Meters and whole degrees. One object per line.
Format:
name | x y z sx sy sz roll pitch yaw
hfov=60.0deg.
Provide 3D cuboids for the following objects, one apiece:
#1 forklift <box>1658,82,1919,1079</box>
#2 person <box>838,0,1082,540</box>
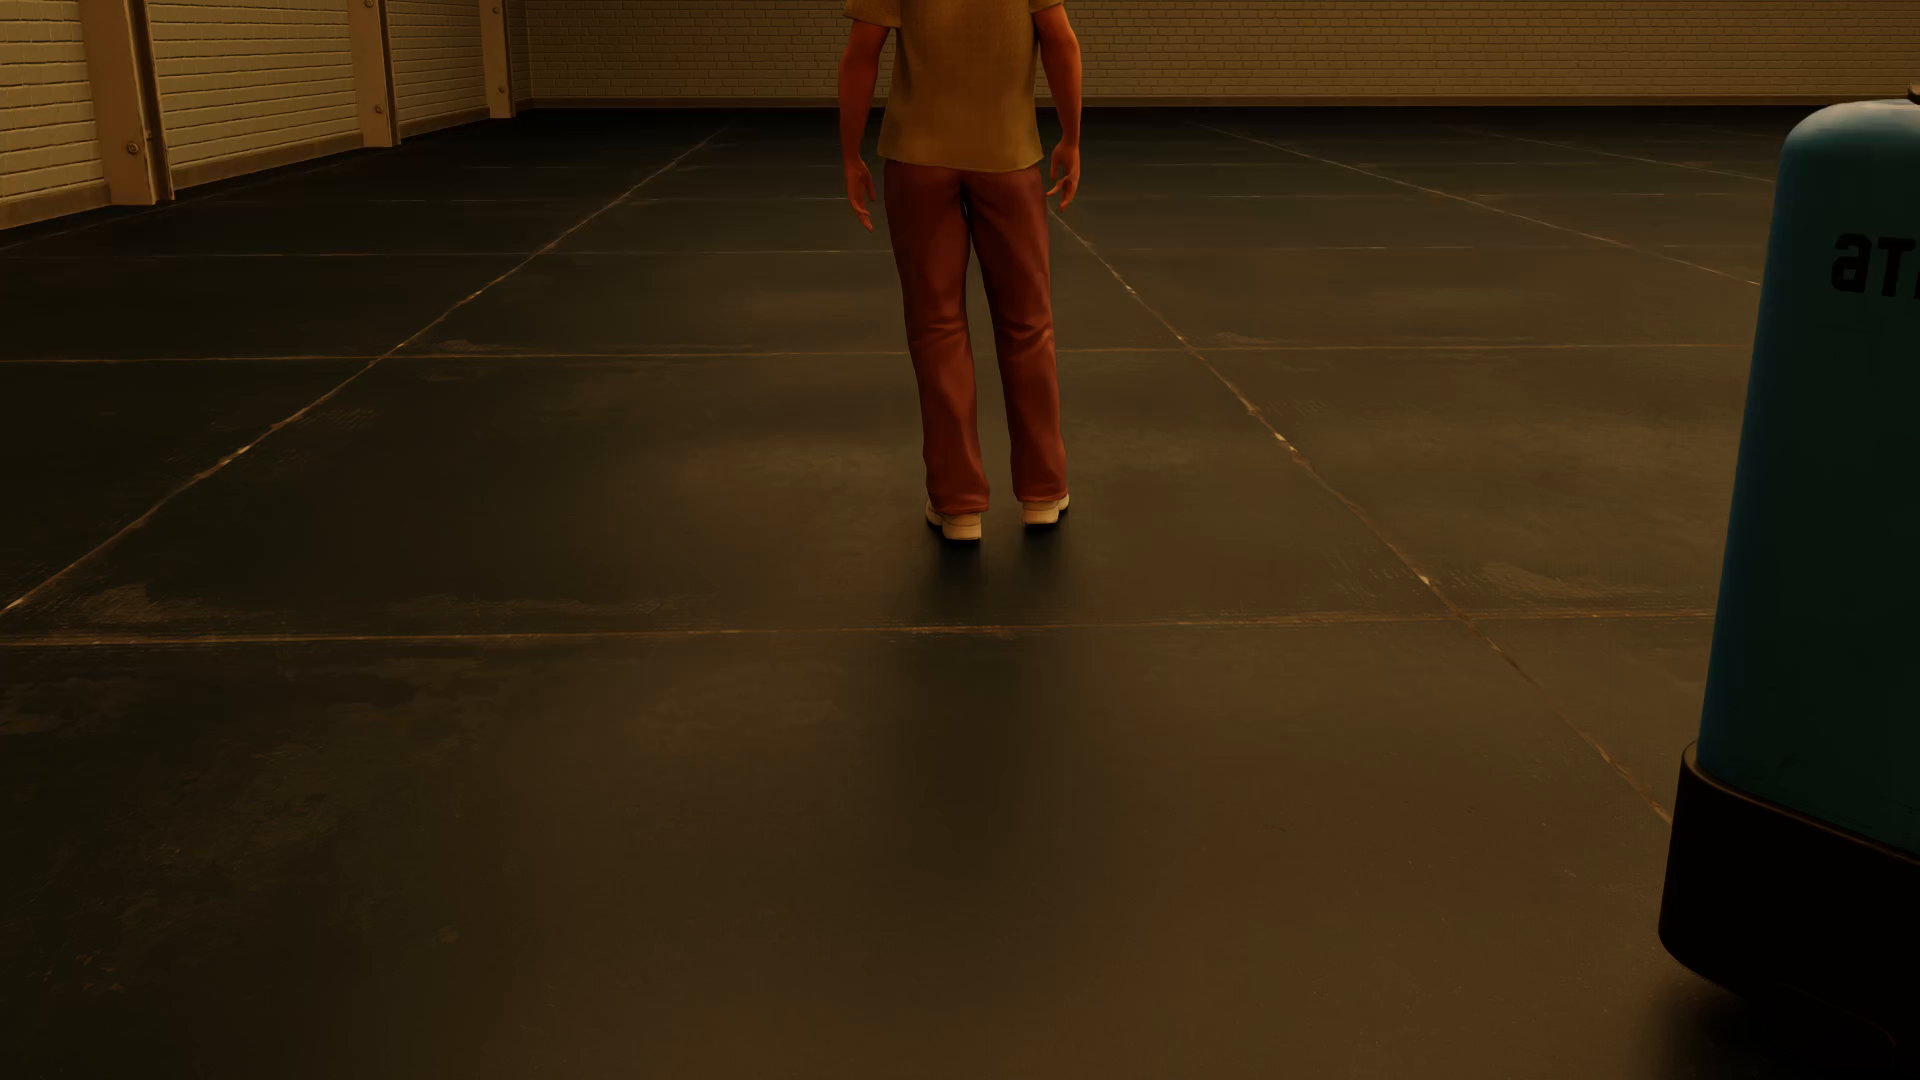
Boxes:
forklift | 2.127 -0.568 0.764 1.130 2.935 3.031 -12 21 -34
person | 0.008 -0.830 3.742 0.553 1.673 0.548 -1 17 -3
